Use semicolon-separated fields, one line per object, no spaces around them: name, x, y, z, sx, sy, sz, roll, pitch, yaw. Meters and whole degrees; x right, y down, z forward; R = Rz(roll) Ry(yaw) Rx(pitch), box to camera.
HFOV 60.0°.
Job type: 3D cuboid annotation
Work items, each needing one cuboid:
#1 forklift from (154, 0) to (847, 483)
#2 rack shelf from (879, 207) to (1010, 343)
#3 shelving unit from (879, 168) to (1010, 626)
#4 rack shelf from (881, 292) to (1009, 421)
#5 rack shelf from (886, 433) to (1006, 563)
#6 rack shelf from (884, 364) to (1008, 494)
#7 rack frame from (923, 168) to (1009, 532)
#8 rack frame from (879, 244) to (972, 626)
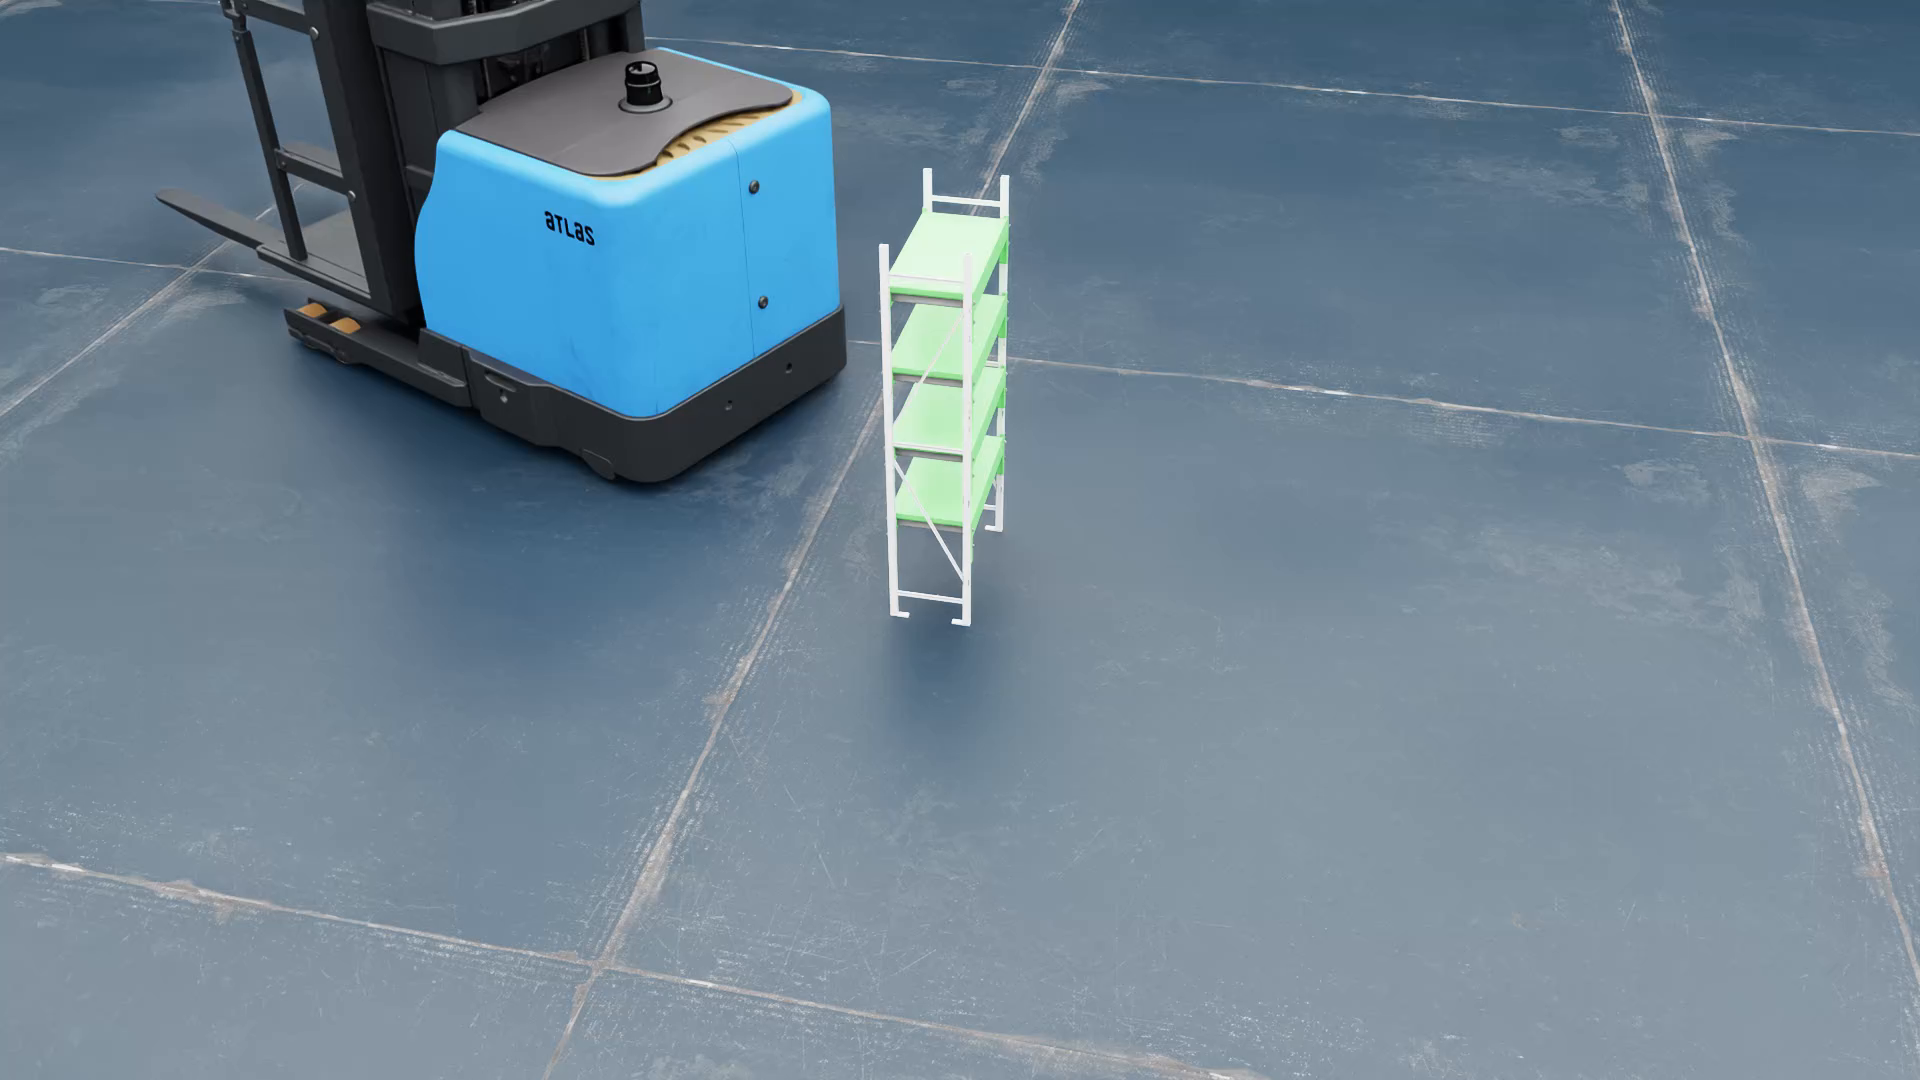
forklift;-1.897;-2.063;5.598;3.031;2.935;1.130;23;42;29
rack shelf;-0.035;-0.728;4.523;0.258;0.148;0.480;7;37;10
shelving unit;-0.035;-0.391;4.767;0.258;1.200;0.503;7;37;10
rack shelf;-0.035;-0.534;4.664;0.258;0.148;0.480;7;37;10
rack shelf;-0.035;-0.145;4.945;0.258;0.148;0.480;7;37;10
rack shelf;-0.035;-0.339;4.804;0.258;0.148;0.480;7;37;10
rack frame;0.017;-0.531;4.960;0.240;1.200;0.015;7;37;10
rack frame;-0.087;-0.251;4.574;0.240;1.200;0.015;7;37;10
